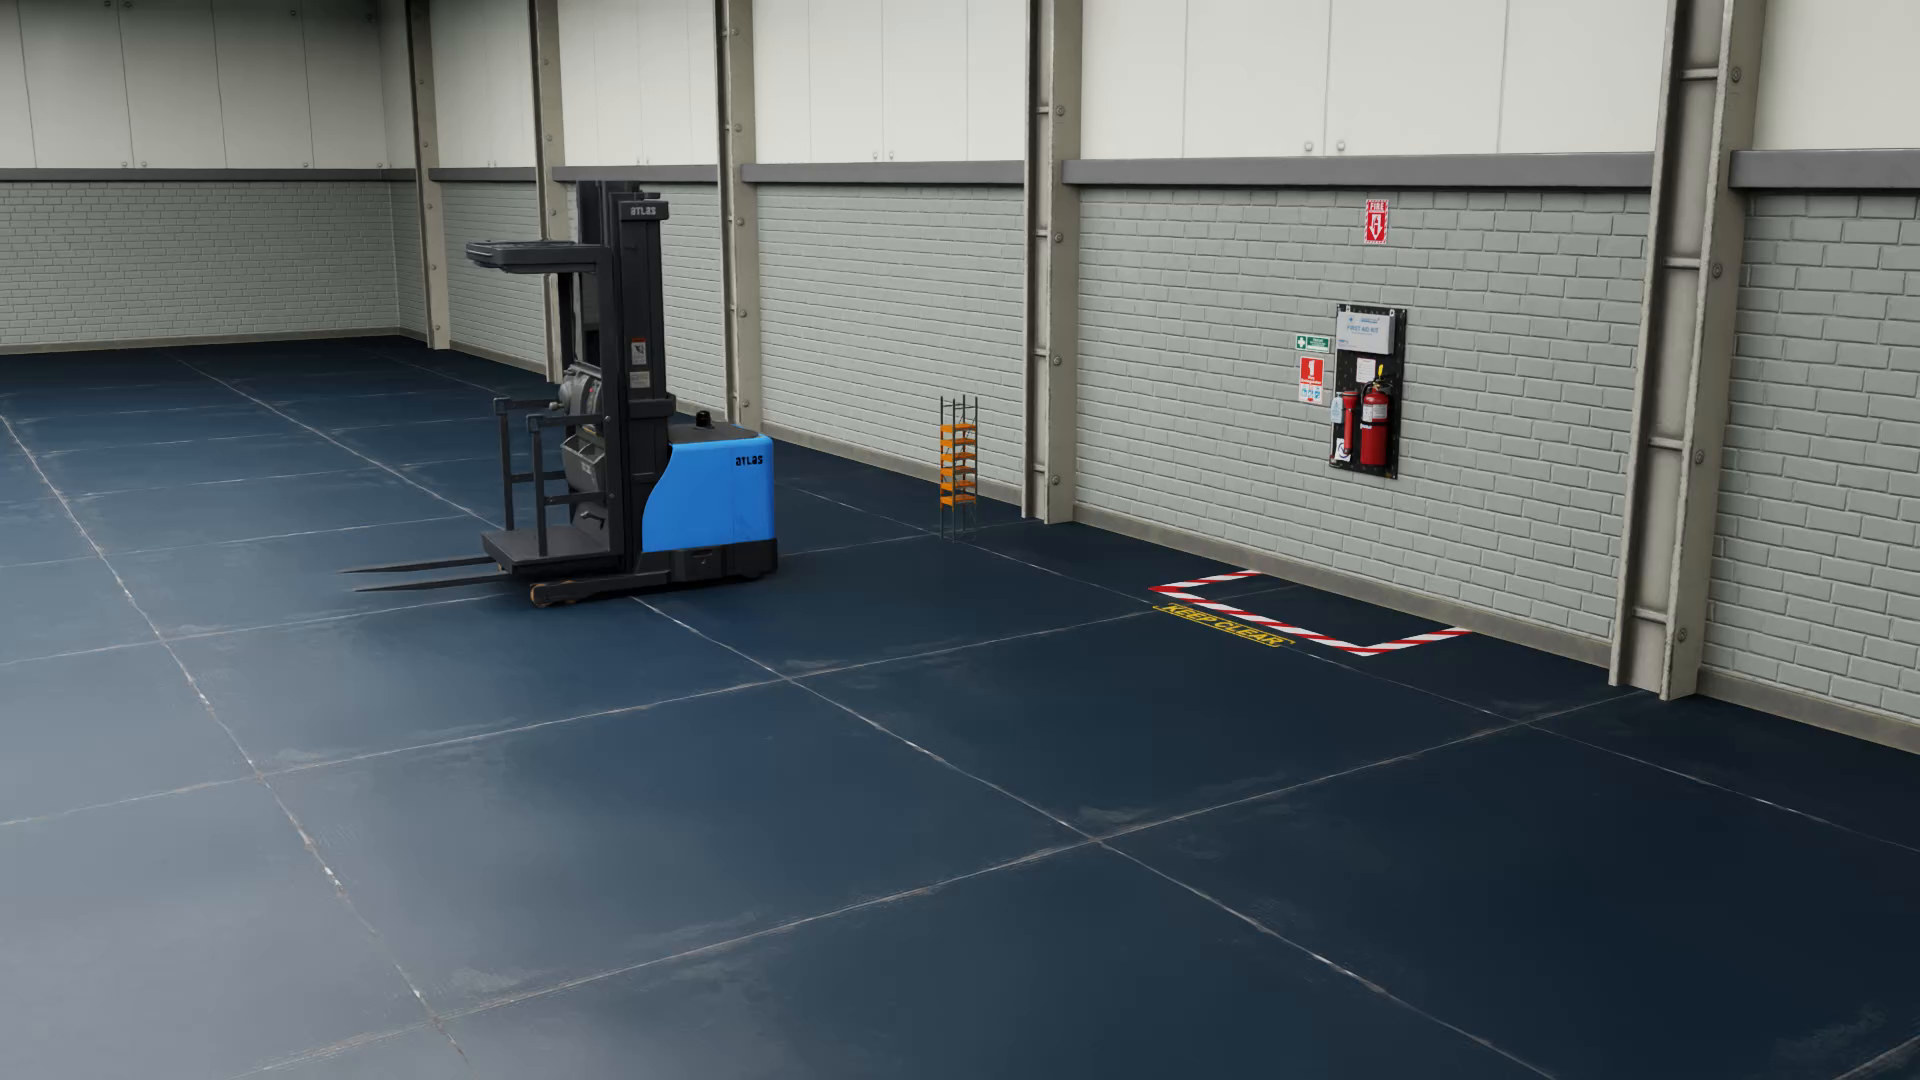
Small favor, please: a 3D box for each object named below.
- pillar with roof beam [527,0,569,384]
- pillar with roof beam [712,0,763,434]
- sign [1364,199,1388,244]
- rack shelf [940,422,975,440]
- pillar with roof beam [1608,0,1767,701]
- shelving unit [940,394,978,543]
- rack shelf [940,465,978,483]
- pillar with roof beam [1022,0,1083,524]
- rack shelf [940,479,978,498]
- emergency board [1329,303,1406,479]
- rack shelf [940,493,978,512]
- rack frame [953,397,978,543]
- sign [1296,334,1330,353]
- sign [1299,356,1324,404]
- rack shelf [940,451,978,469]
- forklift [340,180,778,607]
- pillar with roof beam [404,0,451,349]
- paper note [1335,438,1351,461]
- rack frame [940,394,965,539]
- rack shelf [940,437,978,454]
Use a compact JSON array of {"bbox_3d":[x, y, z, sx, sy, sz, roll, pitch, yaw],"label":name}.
[{"bbox_3d":[-9.450,-6.211,21.201,9.100,9.000,0.400,-8,15,-33],"label":"pillar with roof beam"},{"bbox_3d":[-6.126,-5.144,16.322,9.100,9.000,0.400,-8,15,-33],"label":"pillar with roof beam"},{"bbox_3d":[2.848,-2.179,11.377,0.001,0.298,0.199,-8,15,-33],"label":"sign"},{"bbox_3d":[-0.008,-0.897,13.678,0.258,0.103,0.180,-8,15,-33],"label":"rack shelf"},{"bbox_3d":[0.523,-3.010,6.563,9.100,9.000,0.400,-8,15,-33],"label":"pillar with roof beam"},{"bbox_3d":[-0.008,-0.589,13.745,0.258,1.200,0.189,-8,15,-33],"label":"shelving unit"},{"bbox_3d":[-0.008,-0.545,13.755,0.258,0.103,0.180,-8,15,-33],"label":"rack shelf"},{"bbox_3d":[-2.801,-4.077,11.442,9.100,9.000,0.400,-8,15,-33],"label":"pillar with roof beam"},{"bbox_3d":[-0.008,-0.428,13.780,0.258,0.103,0.180,-8,15,-33],"label":"rack shelf"},{"bbox_3d":[2.769,-1.033,11.564,0.194,1.169,0.643,-8,15,-33],"label":"emergency board"},{"bbox_3d":[-0.008,-0.311,13.806,0.258,0.103,0.180,-8,15,-33],"label":"rack shelf"},{"bbox_3d":[0.043,-0.572,13.671,0.240,1.200,0.006,-8,15,-33],"label":"rack frame"},{"bbox_3d":[2.544,-1.418,12.001,0.001,0.109,0.331,-8,15,-33],"label":"sign"},{"bbox_3d":[2.549,-1.161,12.066,0.001,0.329,0.234,-8,15,-33],"label":"sign"},{"bbox_3d":[-0.008,-0.663,13.729,0.258,0.103,0.180,-8,15,-33],"label":"rack shelf"},{"bbox_3d":[-2.922,-1.088,11.974,3.031,2.935,1.130,-6,14,-27],"label":"forklift"},{"bbox_3d":[-12.774,-7.278,26.081,9.100,9.000,0.400,-8,15,-33],"label":"pillar with roof beam"},{"bbox_3d":[2.729,-0.642,11.839,0.016,0.148,0.142,-8,15,-33],"label":"paper note"},{"bbox_3d":[-0.059,-0.605,13.820,0.240,1.200,0.006,-8,15,-33],"label":"rack frame"},{"bbox_3d":[-0.008,-0.780,13.704,0.258,0.103,0.180,-8,15,-33],"label":"rack shelf"}]
